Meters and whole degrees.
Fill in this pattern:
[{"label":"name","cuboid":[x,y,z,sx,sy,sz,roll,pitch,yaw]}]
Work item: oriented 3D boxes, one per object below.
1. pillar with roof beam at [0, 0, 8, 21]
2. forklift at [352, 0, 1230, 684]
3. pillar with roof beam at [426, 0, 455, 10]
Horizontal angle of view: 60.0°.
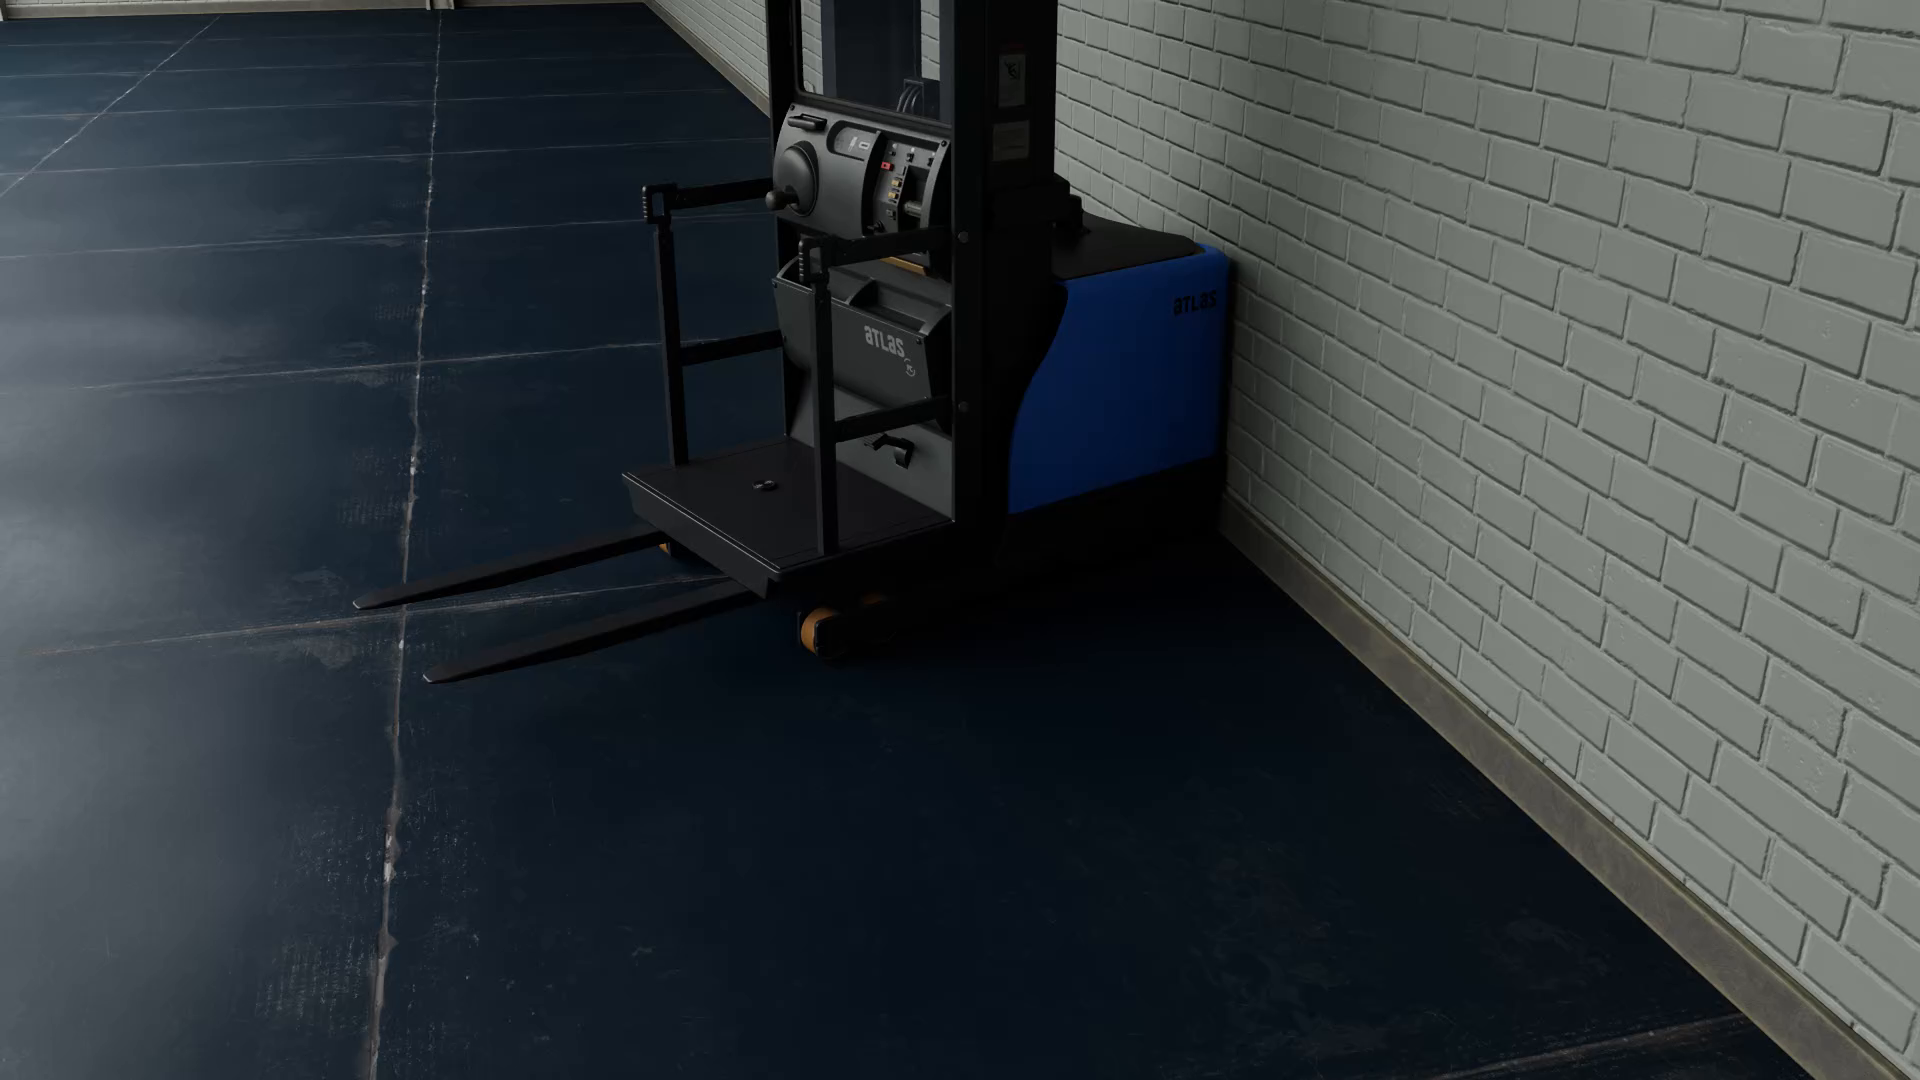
[{"label":"pillar with roof beam","cuboid":[-12.273,-9.707,17.460,0.400,9.000,9.100,-6,24,-14]},{"label":"forklift","cuboid":[-0.501,-1.199,5.327,3.031,2.935,1.130,-16,28,-33]},{"label":"pillar with roof beam","cuboid":[-6.496,-10.346,18.949,0.400,9.000,9.100,-6,24,-14]}]
